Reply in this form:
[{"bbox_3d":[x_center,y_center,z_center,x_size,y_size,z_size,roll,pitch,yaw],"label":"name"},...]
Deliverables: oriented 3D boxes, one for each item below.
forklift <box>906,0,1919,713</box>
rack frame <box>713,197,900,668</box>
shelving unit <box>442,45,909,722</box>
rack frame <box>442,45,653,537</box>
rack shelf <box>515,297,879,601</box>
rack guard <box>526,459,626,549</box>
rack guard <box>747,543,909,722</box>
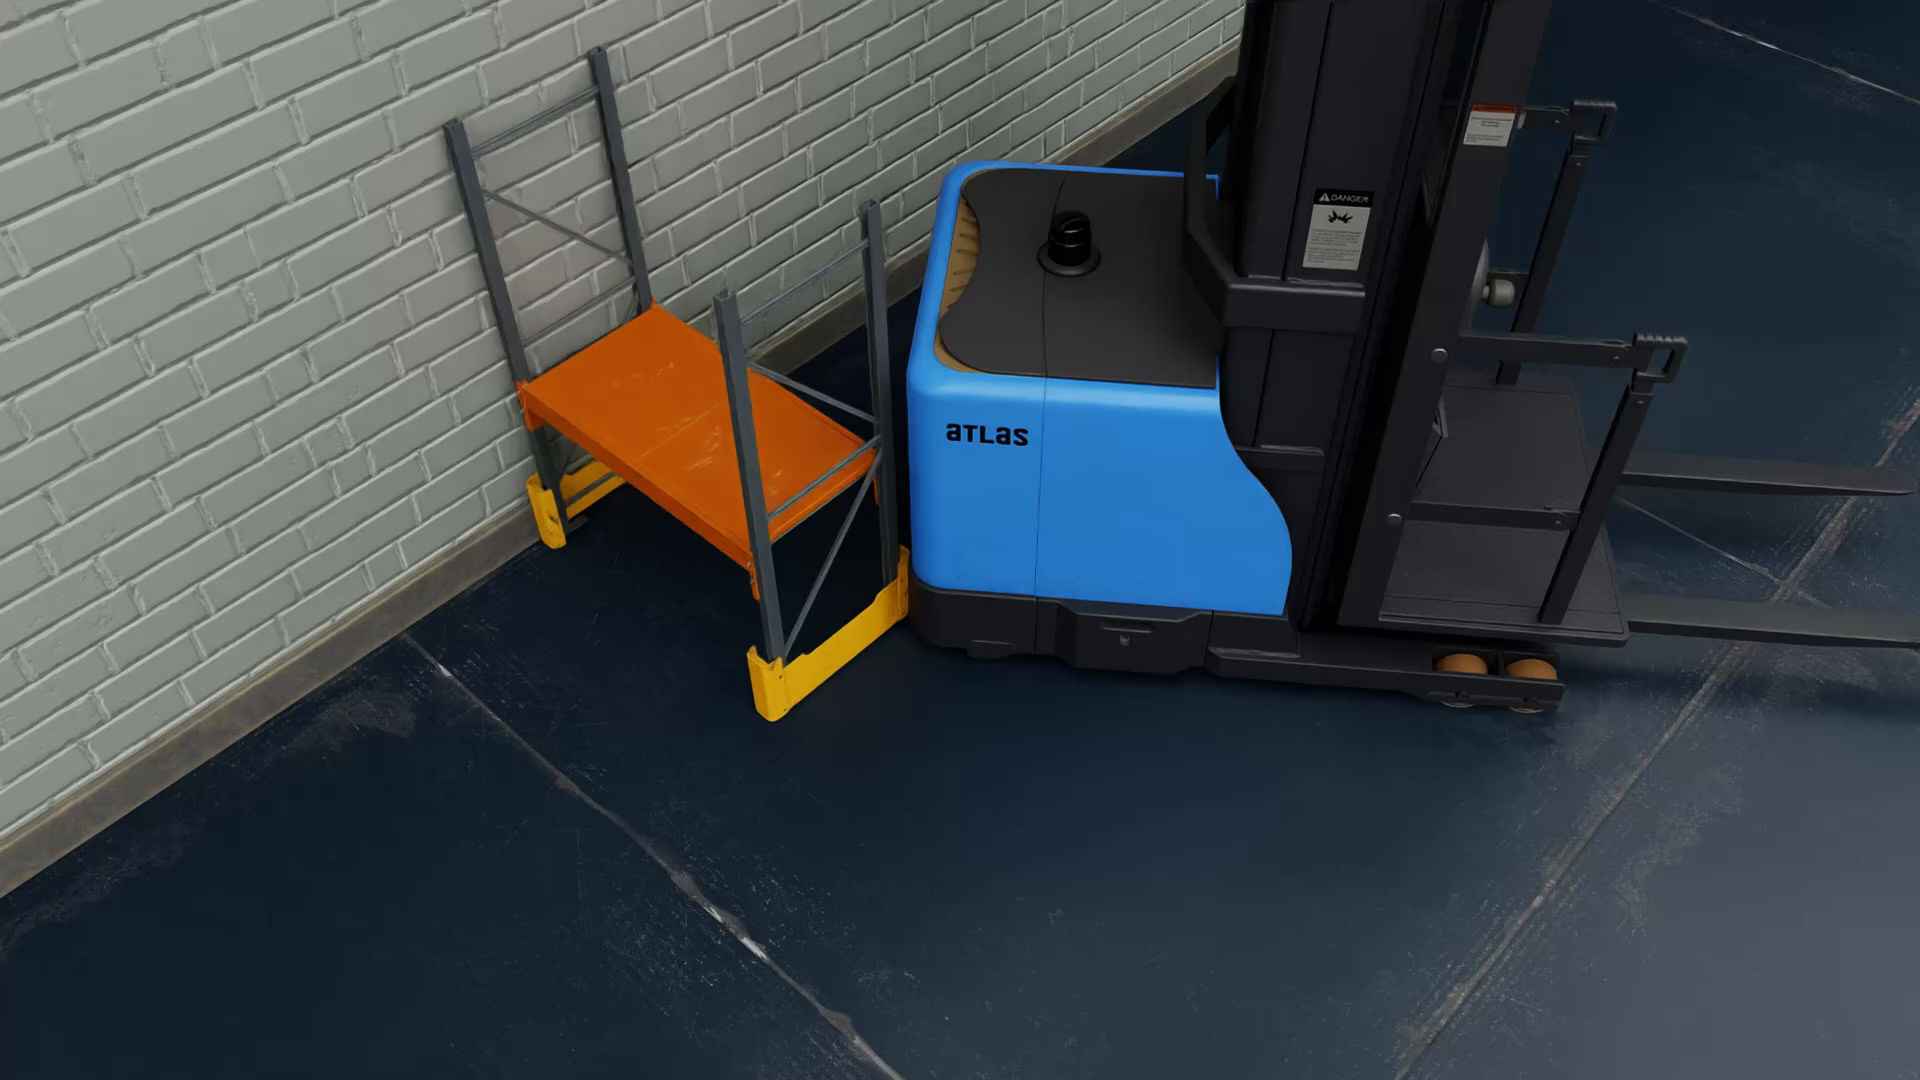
[{"bbox_3d":[1.401,-0.917,4.100,3.031,2.935,1.130,4,47,4],"label":"forklift"},{"bbox_3d":[-0.359,-0.157,4.343,0.032,1.500,0.500,34,56,28],"label":"rack frame"},{"bbox_3d":[-0.739,-0.411,4.585,1.083,1.500,0.587,34,56,28],"label":"shelving unit"},{"bbox_3d":[-1.106,-0.656,4.819,0.032,1.500,0.500,34,56,28],"label":"rack frame"},{"bbox_3d":[-0.731,-0.284,4.713,1.000,0.185,0.538,34,56,28],"label":"rack shelf"},{"bbox_3d":[-1.099,-0.229,5.276,0.087,0.250,0.587,34,56,28],"label":"rack guard"},{"bbox_3d":[-0.367,0.260,4.810,0.087,0.250,0.587,34,56,28],"label":"rack guard"}]
